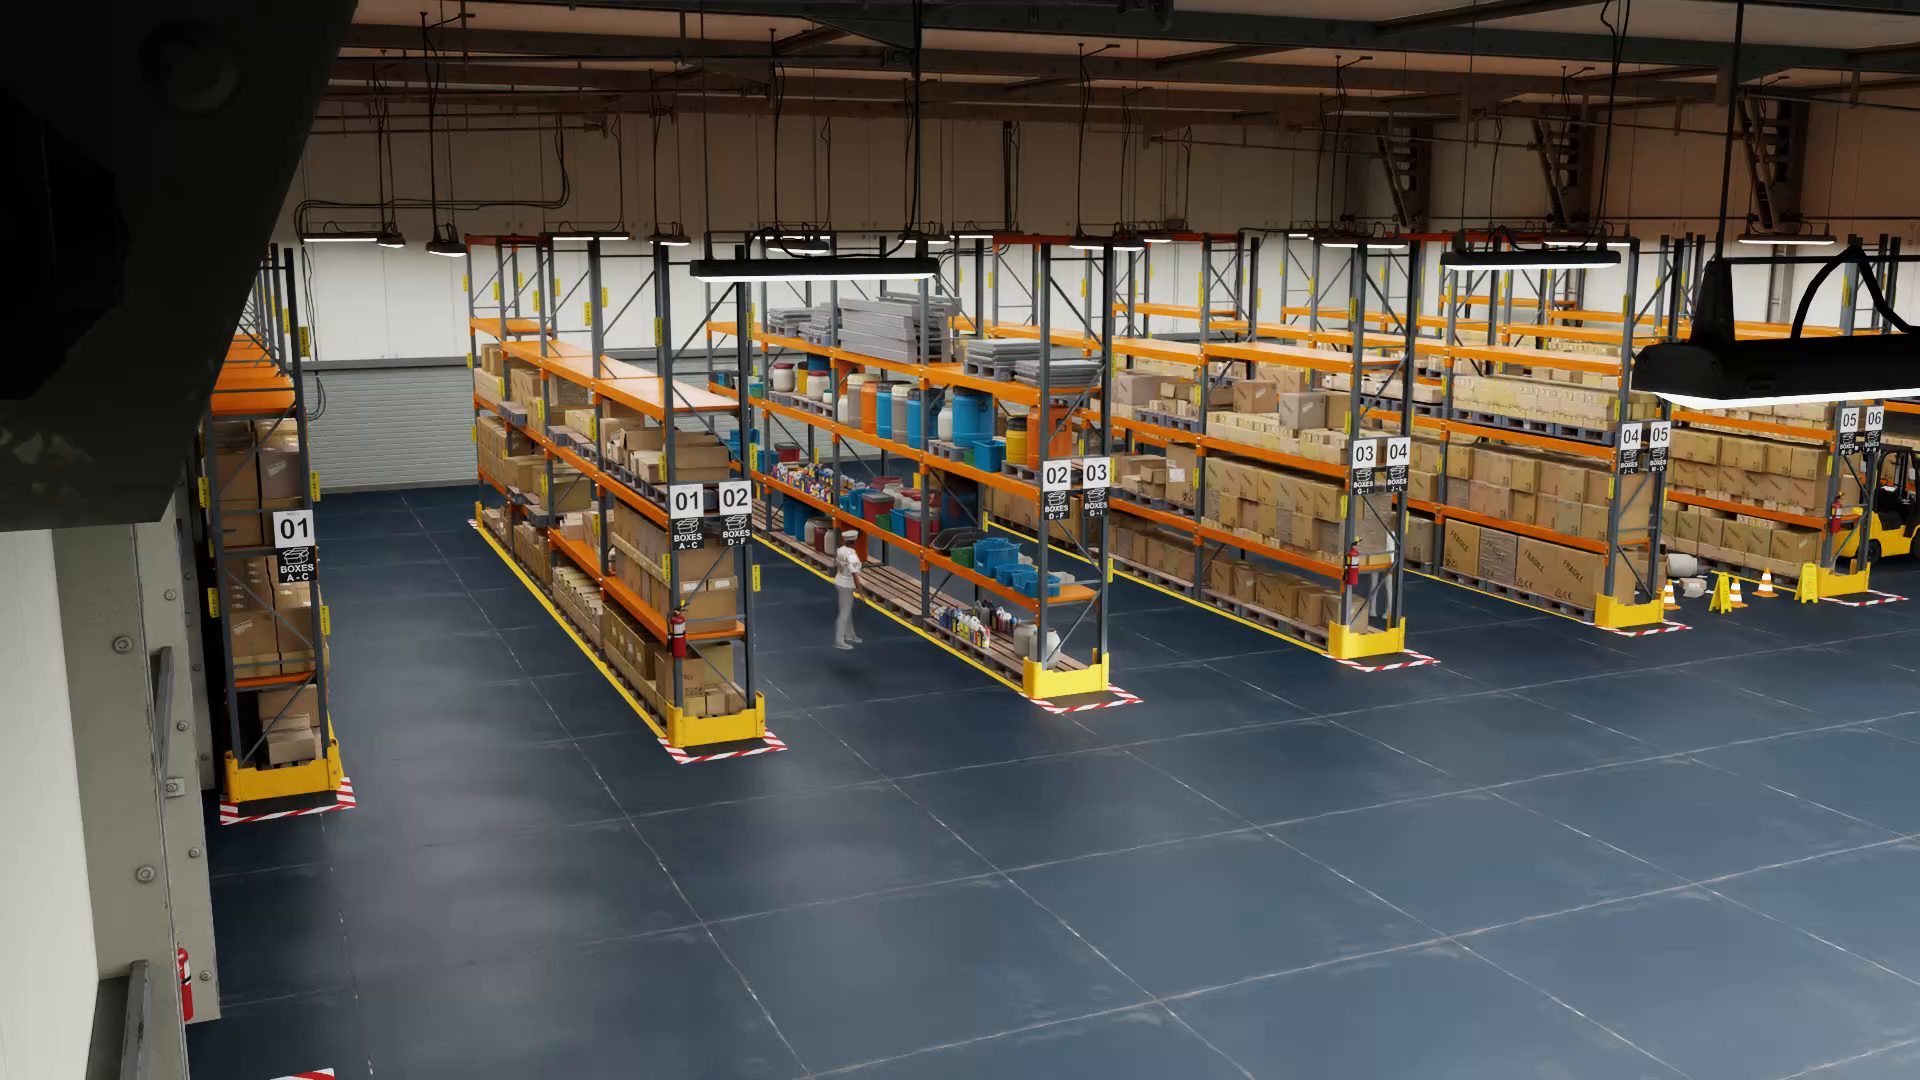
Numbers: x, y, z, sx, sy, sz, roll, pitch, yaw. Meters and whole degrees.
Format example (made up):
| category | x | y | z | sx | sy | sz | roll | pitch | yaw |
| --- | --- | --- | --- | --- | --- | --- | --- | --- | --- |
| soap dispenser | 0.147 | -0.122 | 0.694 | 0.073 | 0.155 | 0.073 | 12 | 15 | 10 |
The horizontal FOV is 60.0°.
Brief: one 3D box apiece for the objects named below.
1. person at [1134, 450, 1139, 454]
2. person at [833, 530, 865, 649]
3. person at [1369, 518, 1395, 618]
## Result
| category | x | y | z | sx | sy | sz | roll | pitch | yaw |
| --- | --- | --- | --- | --- | --- | --- | --- | --- | --- |
| person | 3.501 | -0.949 | 33.634 | 0.534 | 1.807 | 0.877 | -5 | 12 | -24 |
| person | -1.591 | 0.711 | 23.654 | 0.526 | 1.701 | 0.622 | -3 | 11 | -17 |
| person | 6.761 | 0.395 | 26.669 | 0.489 | 1.687 | 0.366 | 5 | 12 | 24 |
